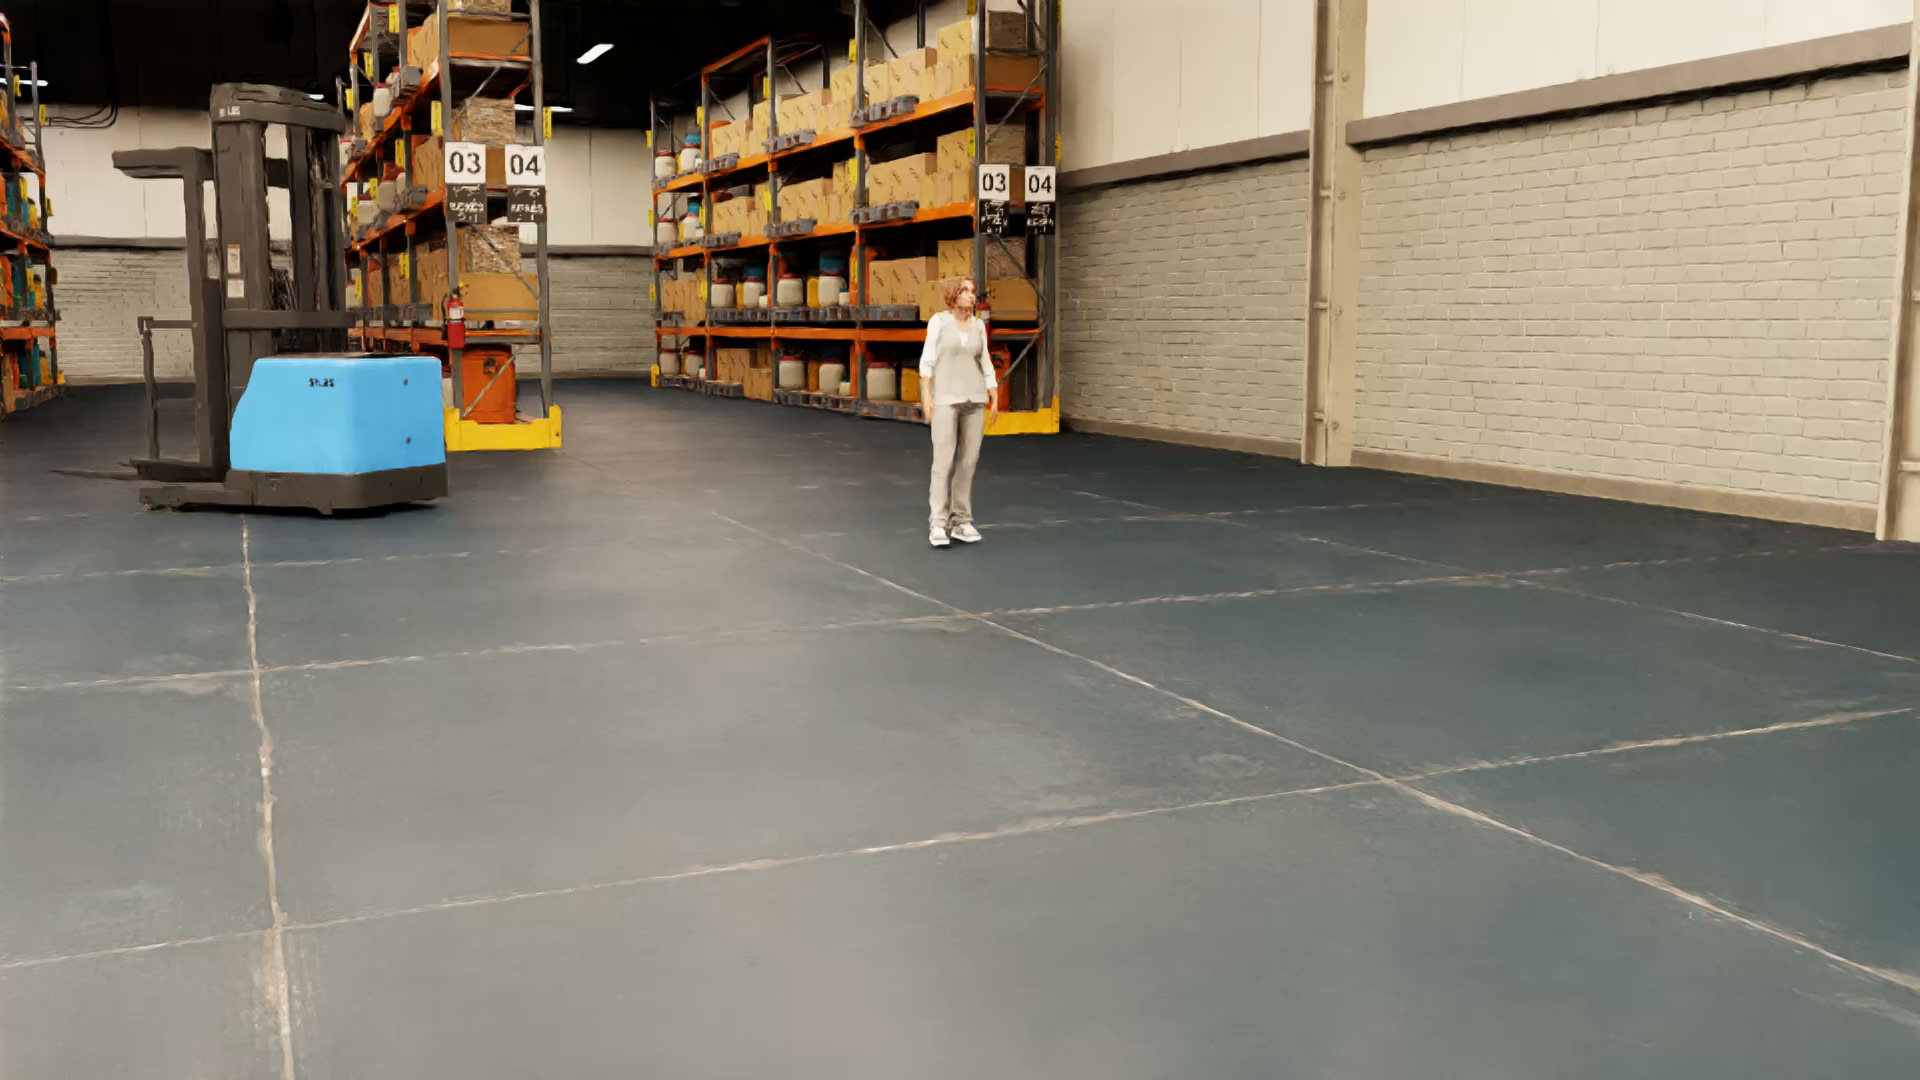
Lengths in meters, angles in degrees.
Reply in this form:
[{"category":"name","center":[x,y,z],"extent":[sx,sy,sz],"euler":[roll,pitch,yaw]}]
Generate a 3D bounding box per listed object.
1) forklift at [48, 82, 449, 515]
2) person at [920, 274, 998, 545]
[{"category":"forklift","center":[-5.277,-1.721,11.998],"extent":[3.031,2.935,1.130],"euler":[3,8,22]},{"category":"person","center":[0.017,-0.789,9.976],"extent":[0.521,1.597,0.474],"euler":[-3,8,-23]}]
